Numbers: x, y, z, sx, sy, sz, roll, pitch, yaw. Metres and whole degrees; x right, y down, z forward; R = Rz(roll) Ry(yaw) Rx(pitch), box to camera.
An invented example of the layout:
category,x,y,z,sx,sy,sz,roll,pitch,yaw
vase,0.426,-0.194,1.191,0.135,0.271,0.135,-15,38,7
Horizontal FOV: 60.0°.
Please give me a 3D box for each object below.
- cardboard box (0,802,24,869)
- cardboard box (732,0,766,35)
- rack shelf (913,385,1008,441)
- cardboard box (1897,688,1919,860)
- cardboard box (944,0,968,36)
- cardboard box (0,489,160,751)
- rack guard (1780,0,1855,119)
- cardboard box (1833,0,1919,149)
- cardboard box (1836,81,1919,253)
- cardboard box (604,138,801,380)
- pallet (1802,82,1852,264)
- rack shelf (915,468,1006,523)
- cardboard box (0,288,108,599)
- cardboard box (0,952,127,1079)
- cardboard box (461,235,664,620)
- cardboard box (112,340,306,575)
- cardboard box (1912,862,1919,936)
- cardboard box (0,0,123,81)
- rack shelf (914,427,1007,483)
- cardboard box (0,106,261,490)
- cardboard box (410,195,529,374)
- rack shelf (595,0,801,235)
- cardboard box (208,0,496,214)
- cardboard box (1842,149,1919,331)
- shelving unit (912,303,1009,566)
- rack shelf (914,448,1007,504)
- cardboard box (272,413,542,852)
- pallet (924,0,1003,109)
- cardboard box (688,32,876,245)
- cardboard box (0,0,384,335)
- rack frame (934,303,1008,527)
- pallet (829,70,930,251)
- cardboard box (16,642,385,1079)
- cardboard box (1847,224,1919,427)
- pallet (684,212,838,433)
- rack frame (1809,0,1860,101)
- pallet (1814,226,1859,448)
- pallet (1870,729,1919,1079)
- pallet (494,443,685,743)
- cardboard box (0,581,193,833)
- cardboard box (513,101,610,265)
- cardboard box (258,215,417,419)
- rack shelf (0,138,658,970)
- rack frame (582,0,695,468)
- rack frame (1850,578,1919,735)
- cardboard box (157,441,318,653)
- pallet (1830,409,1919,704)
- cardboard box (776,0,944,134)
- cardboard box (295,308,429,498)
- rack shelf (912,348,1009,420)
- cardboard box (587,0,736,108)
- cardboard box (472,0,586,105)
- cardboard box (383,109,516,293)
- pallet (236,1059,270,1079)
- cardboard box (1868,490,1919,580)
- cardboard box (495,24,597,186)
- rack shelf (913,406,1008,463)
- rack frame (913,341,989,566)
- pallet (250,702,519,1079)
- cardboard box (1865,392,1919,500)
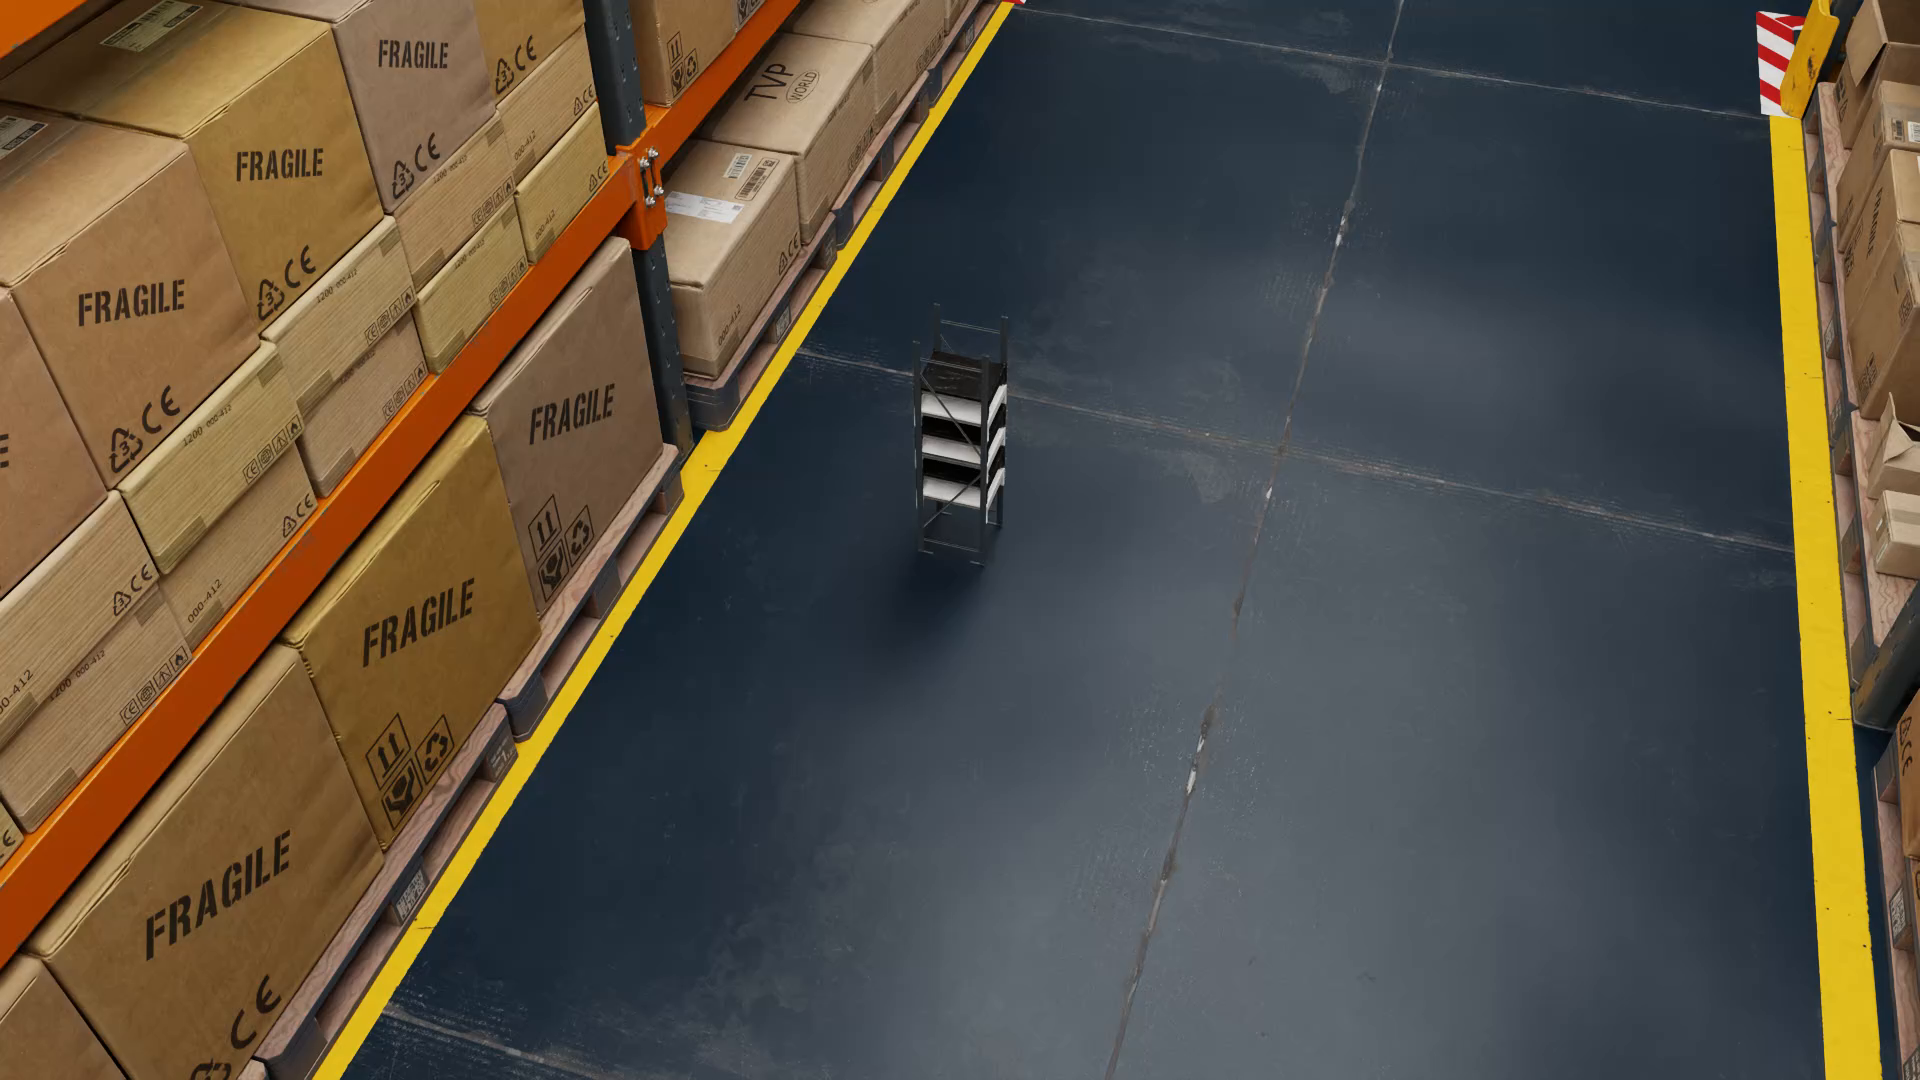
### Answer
category,x,y,z,sx,sy,sz,roll,pitch,yaw
cardboard box,-2.151,0.622,3.077,0.500,0.250,0.500,11,46,11
cardboard box,-0.919,-2.106,5.686,0.500,0.500,0.500,13,46,13
rack shelf,0.002,-0.432,5.338,0.258,0.077,0.200,13,46,12
cardboard box,2.904,0.588,4.491,0.500,0.500,0.500,14,46,14
cardboard box,-0.360,-2.918,8.119,0.875,0.438,0.875,11,45,11
cardboard box,-1.969,0.103,3.250,0.500,0.250,0.500,12,46,12
rack guard,4.454,-2.152,7.592,1.175,0.500,0.348,13,46,13
cardboard box,4.201,-1.966,7.099,0.797,0.503,0.637,11,45,11
cardboard box,3.905,-1.404,6.527,0.700,0.500,0.500,14,46,14
cardboard box,-1.174,-1.109,6.270,0.875,0.438,0.875,12,46,12
pallet,4.213,-1.517,7.150,1.003,0.211,1.213,13,46,13
rack shelf,0.002,-0.175,5.590,0.258,0.077,0.200,13,46,12
cardboard box,-1.983,-0.157,2.979,0.500,0.500,0.500,14,46,14
cardboard box,-2.390,1.354,3.440,0.875,0.875,0.875,12,46,12
cardboard box,-1.578,-0.439,5.273,0.875,0.875,0.875,14,46,14
cardboard box,-1.803,-0.232,3.592,0.500,0.250,0.500,13,46,13
cardboard box,2.752,0.945,4.126,0.500,0.500,0.500,12,46,12
cardboard box,-2.156,-0.961,3.801,0.500,0.500,0.500,11,46,12
rack shelf,0.002,-0.303,5.464,0.258,0.077,0.200,13,46,12
cardboard box,-1.827,-0.492,3.322,0.500,0.500,0.500,13,46,13
cardboard box,-1.517,-0.733,4.462,0.500,0.250,0.500,12,46,12
rack shelf,-0.861,-2.555,6.730,1.077,0.370,4.000,13,46,13
cardboard box,-1.512,-1.174,4.019,0.500,0.500,0.500,13,46,13
cardboard box,3.650,-1.072,6.188,0.500,0.500,0.500,13,46,13
shelving unit,0.002,-0.327,5.441,0.258,0.900,0.210,13,46,12
rack shelf,0.002,-0.239,5.527,0.258,0.077,0.200,13,46,12
cardboard box,-1.844,0.165,4.656,0.875,0.875,0.875,14,46,14
pallet,-0.423,-2.599,8.255,1.003,0.211,1.213,13,46,13
cardboard box,-0.904,-1.706,6.880,0.875,0.438,0.875,11,45,11
cardboard box,-1.684,-0.841,3.678,0.500,0.500,0.500,14,46,14
rack frame,0.033,-0.395,5.510,0.240,0.900,0.006,13,46,12
pallet,-0.794,-1.788,7.426,1.003,0.211,1.213,13,46,12
cardboard box,-2.115,0.760,4.047,0.875,0.875,0.875,13,46,13
cardboard box,3.591,-0.712,5.819,0.700,0.500,0.500,11,45,11
pallet,-1.162,-0.972,6.593,1.003,0.211,1.213,13,46,13
rack frame,4.477,-3.096,6.769,1.000,3.000,0.127,13,46,13
pallet,3.842,-0.706,6.321,1.003,0.211,1.213,13,46,13
pallet,3.055,1.117,4.458,1.003,0.211,1.213,13,46,13
pallet,-1.628,0.048,5.550,1.003,0.211,1.213,13,46,13
cardboard box,-1.987,0.274,3.433,0.500,0.250,0.500,14,46,14
cardboard box,-1.362,-1.073,4.809,0.500,0.250,0.500,12,46,12
cardboard box,-1.664,-0.577,3.945,0.500,0.250,0.500,14,46,13
rack shelf,-2.072,0.112,4.006,1.077,0.370,4.000,13,46,13
rack frame,-1.467,-1.479,5.116,1.000,3.000,0.127,13,46,13
rack frame,3.265,-0.430,4.045,1.000,3.000,0.127,13,46,13
cardboard box,-1.841,-0.056,3.770,0.500,0.250,0.500,13,46,13
pallet,3.474,0.109,5.487,1.003,0.211,1.213,13,46,13
cardboard box,-0.629,-2.306,7.494,0.875,0.438,0.875,14,46,14
cardboard box,-1.688,-0.401,4.122,0.500,0.250,0.500,11,46,11
rack shelf,0.002,-0.496,5.275,0.258,0.077,0.200,13,46,12
cardboard box,-1.075,-1.772,5.344,0.500,0.500,0.500,14,46,14
cardboard box,-1.363,-1.521,4.373,0.500,0.500,0.500,14,46,14
cardboard box,-1.513,-0.924,4.299,0.500,0.250,0.500,14,46,13
pallet,-2.367,1.675,3.888,1.003,0.211,1.213,13,46,13
cardboard box,3.154,0.005,5.338,0.380,0.149,0.250,11,45,11
cardboard box,-1.368,-1.258,4.641,0.500,0.250,0.500,12,46,12
rack shelf,0.002,-0.368,5.401,0.258,0.077,0.200,13,46,12
rack frame,-0.028,-0.259,5.372,0.240,0.900,0.006,13,46,12
pallet,-1.996,0.864,4.716,1.003,0.211,1.213,13,46,13
cardboard box,3.262,-0.274,5.540,0.396,0.266,0.258,14,46,14
